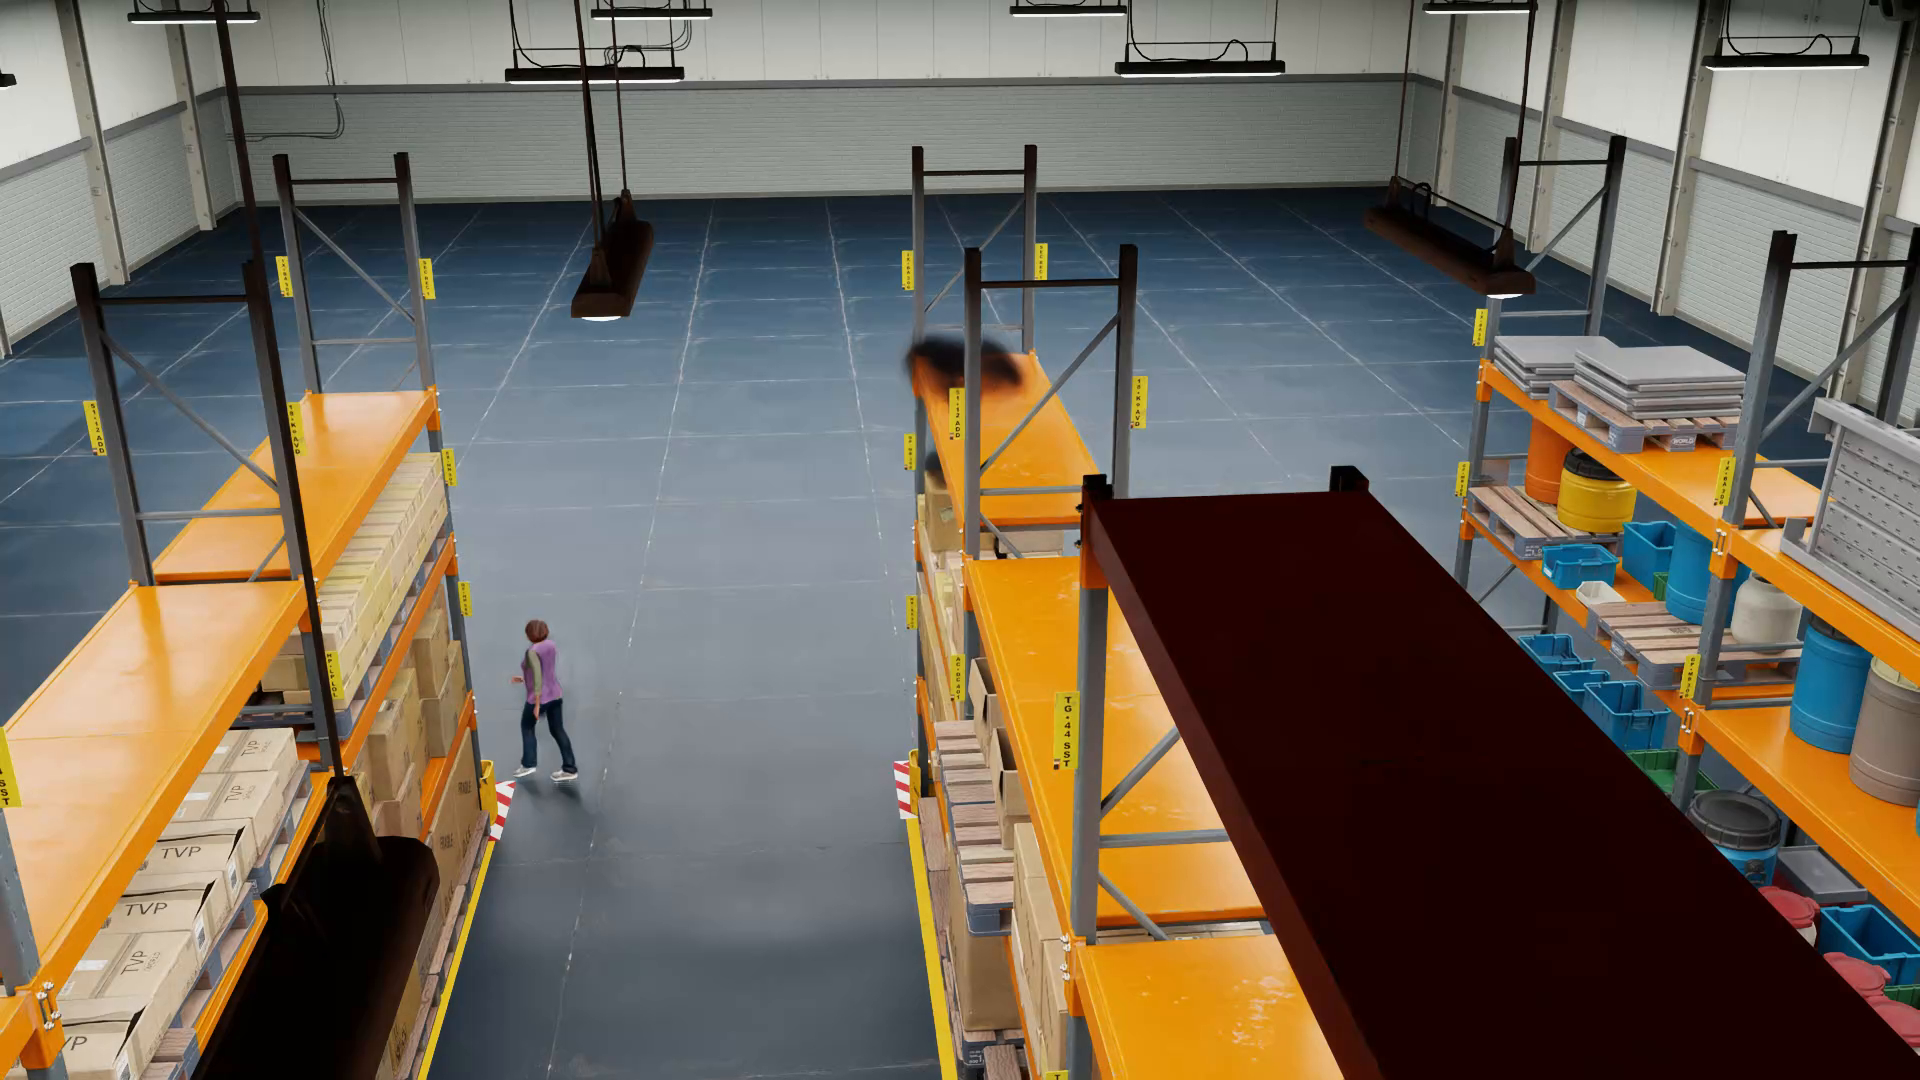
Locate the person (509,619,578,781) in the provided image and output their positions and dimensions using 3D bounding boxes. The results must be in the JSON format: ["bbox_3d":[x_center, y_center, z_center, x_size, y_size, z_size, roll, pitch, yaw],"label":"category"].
[{"bbox_3d":[-3.952,1.518,15.657,0.754,1.603,0.497,11,24,26],"label":"person"}]
